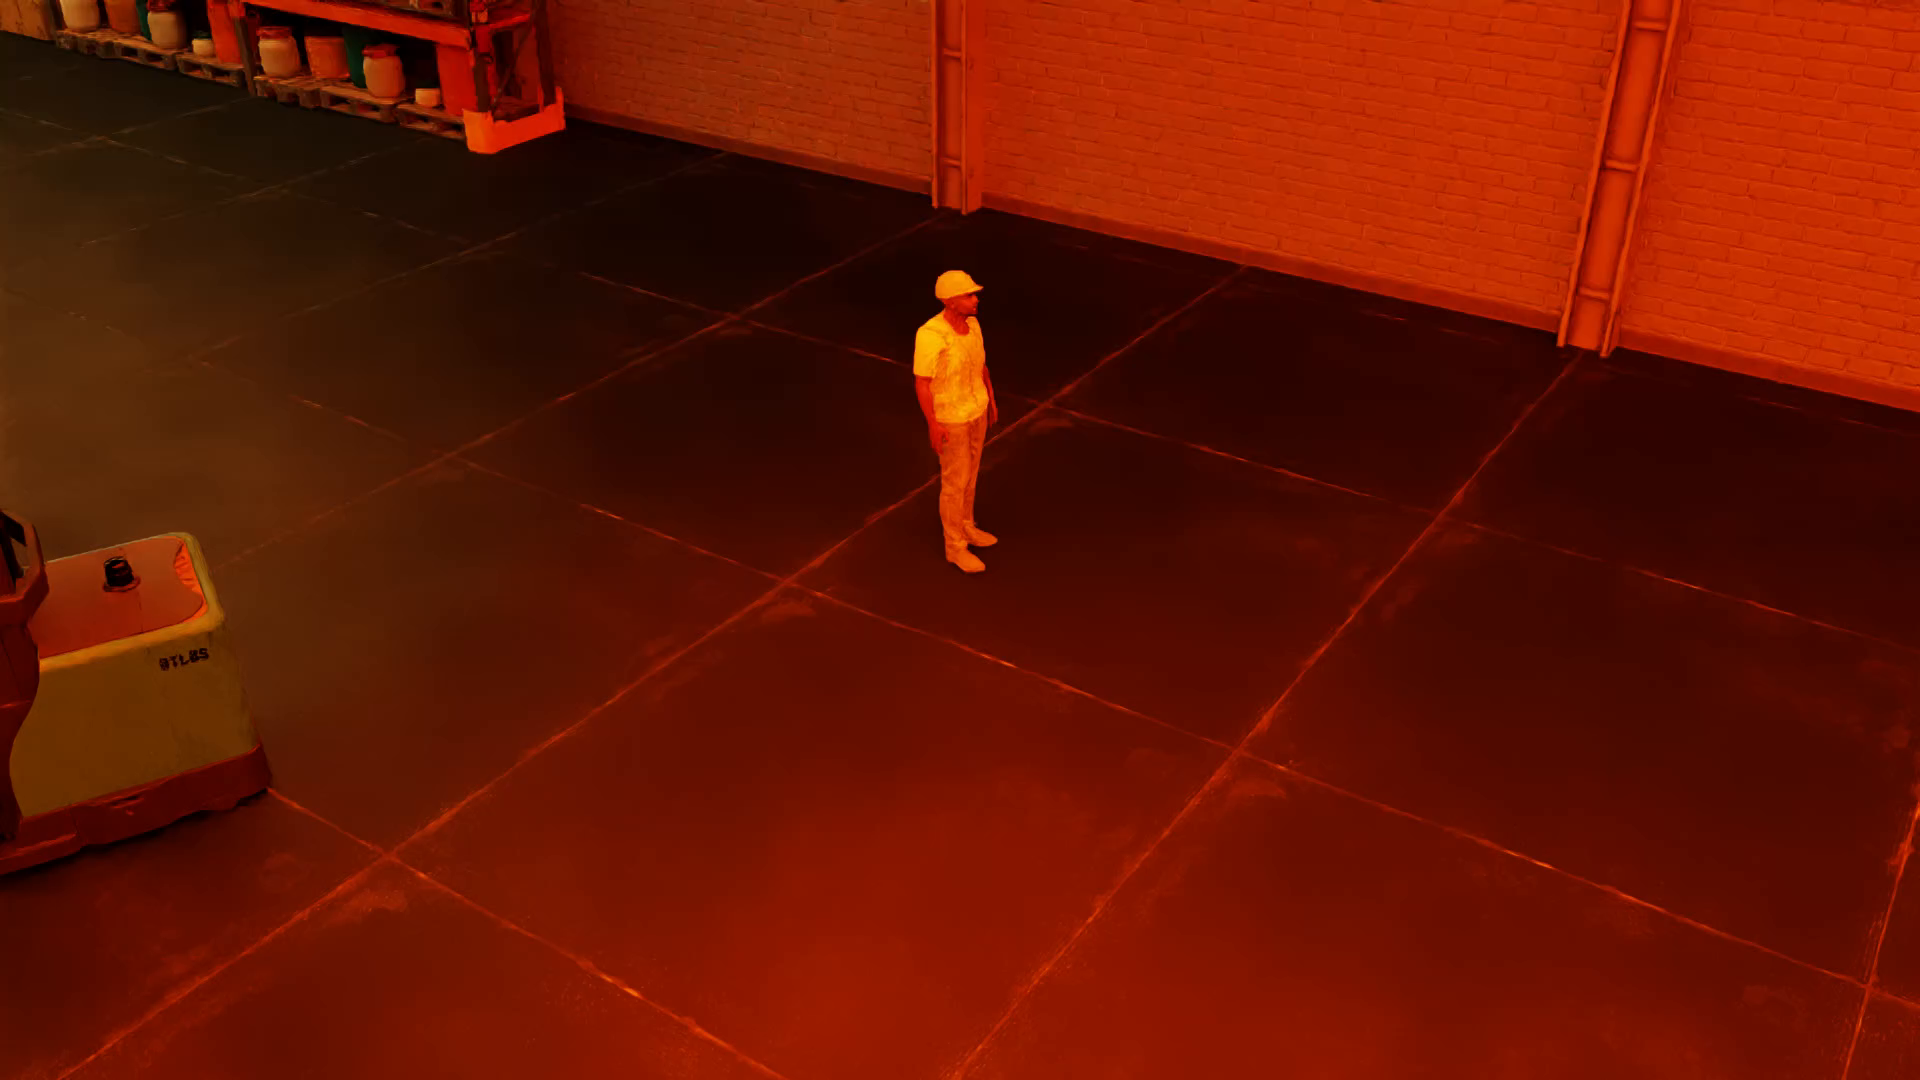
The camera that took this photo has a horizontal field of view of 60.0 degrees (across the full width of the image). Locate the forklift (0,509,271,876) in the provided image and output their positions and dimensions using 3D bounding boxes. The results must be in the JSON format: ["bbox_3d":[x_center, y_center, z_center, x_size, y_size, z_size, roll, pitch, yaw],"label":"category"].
[{"bbox_3d":[-4.969,0.178,7.275,3.031,2.935,1.130,-16,34,-26],"label":"forklift"}]

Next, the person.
[{"bbox_3d":[0.055,-0.748,10.015,0.576,1.766,0.665,19,35,29],"label":"person"}]
